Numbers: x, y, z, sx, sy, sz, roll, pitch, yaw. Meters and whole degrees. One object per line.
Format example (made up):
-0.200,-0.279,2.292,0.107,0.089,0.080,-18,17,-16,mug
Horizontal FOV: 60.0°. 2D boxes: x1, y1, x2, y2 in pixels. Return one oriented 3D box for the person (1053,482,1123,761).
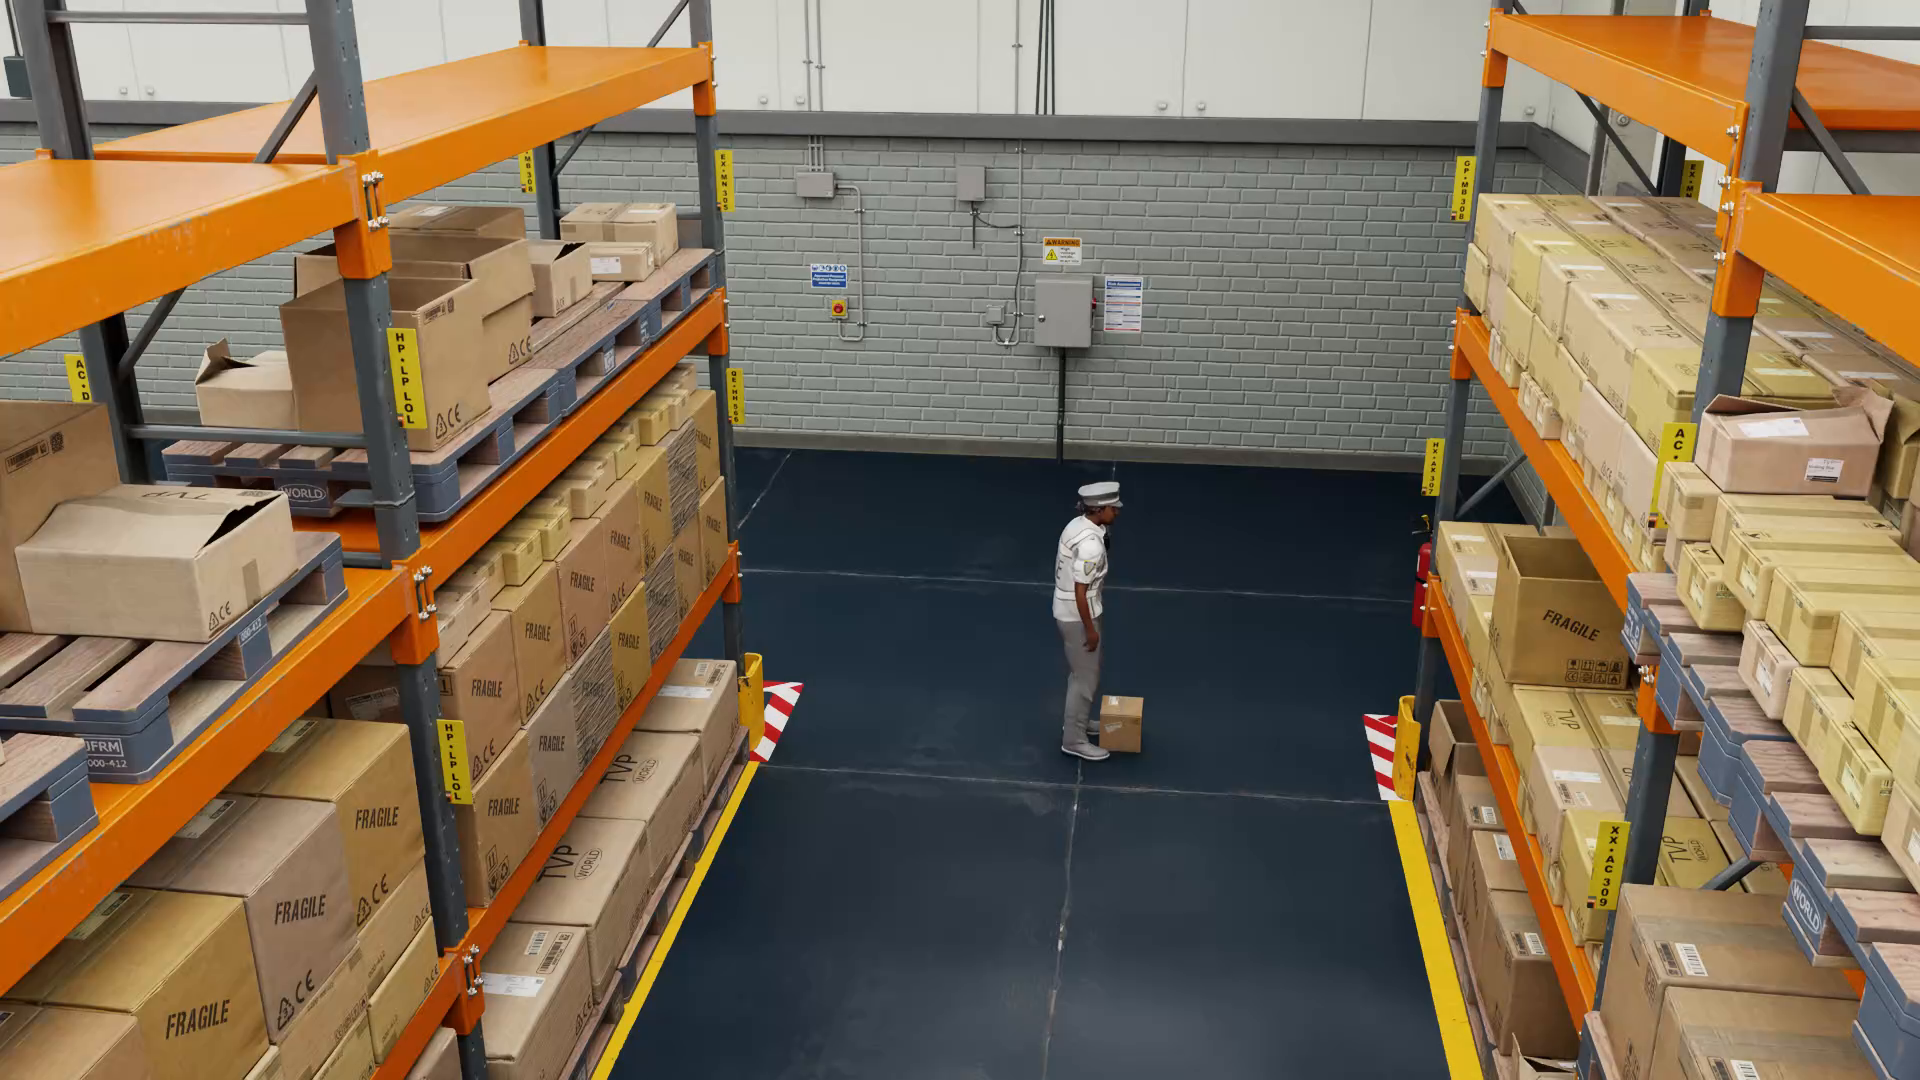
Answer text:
0.750,0.457,9.908,0.395,1.662,0.532,1,21,3,person
